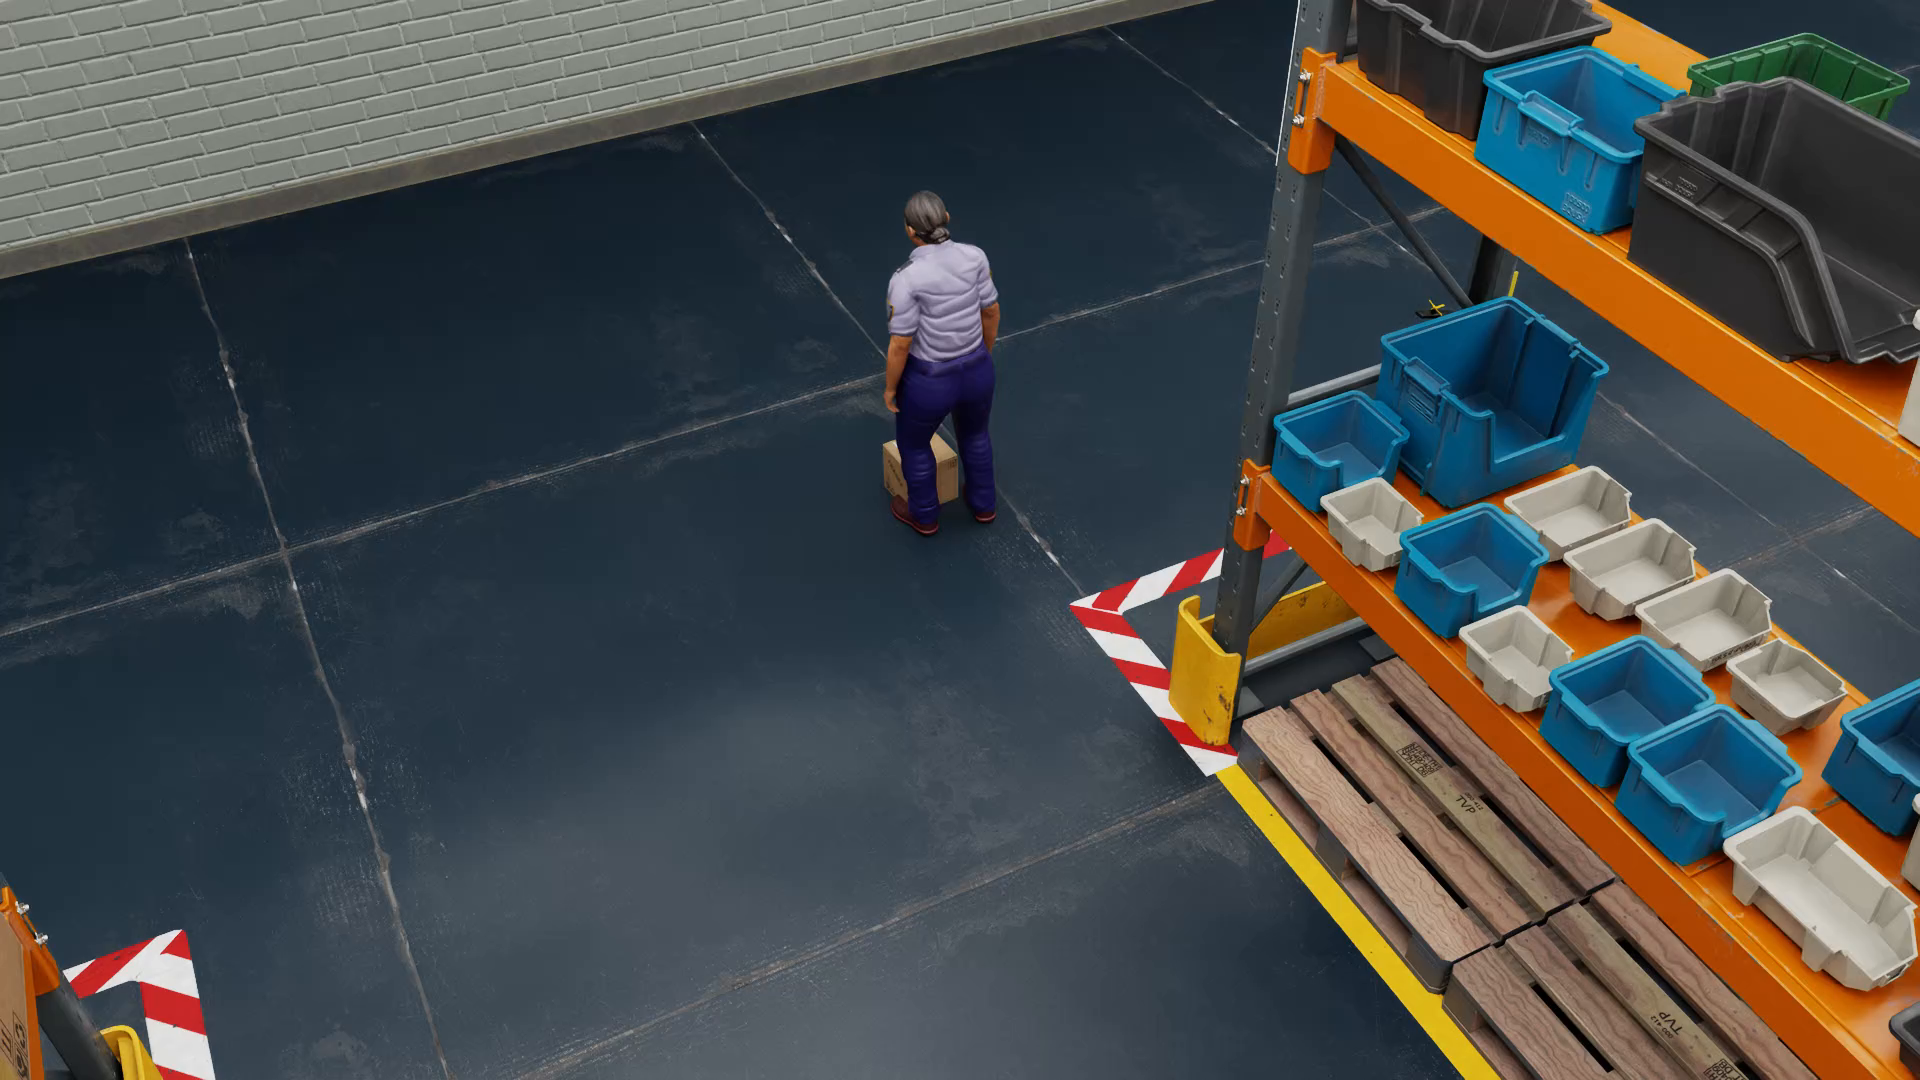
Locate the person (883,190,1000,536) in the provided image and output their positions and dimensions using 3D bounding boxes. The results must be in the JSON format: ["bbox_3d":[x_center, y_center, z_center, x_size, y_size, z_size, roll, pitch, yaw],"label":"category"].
[{"bbox_3d":[-0.081,-0.714,6.974,0.562,1.647,0.427,-22,46,-23],"label":"person"}]
